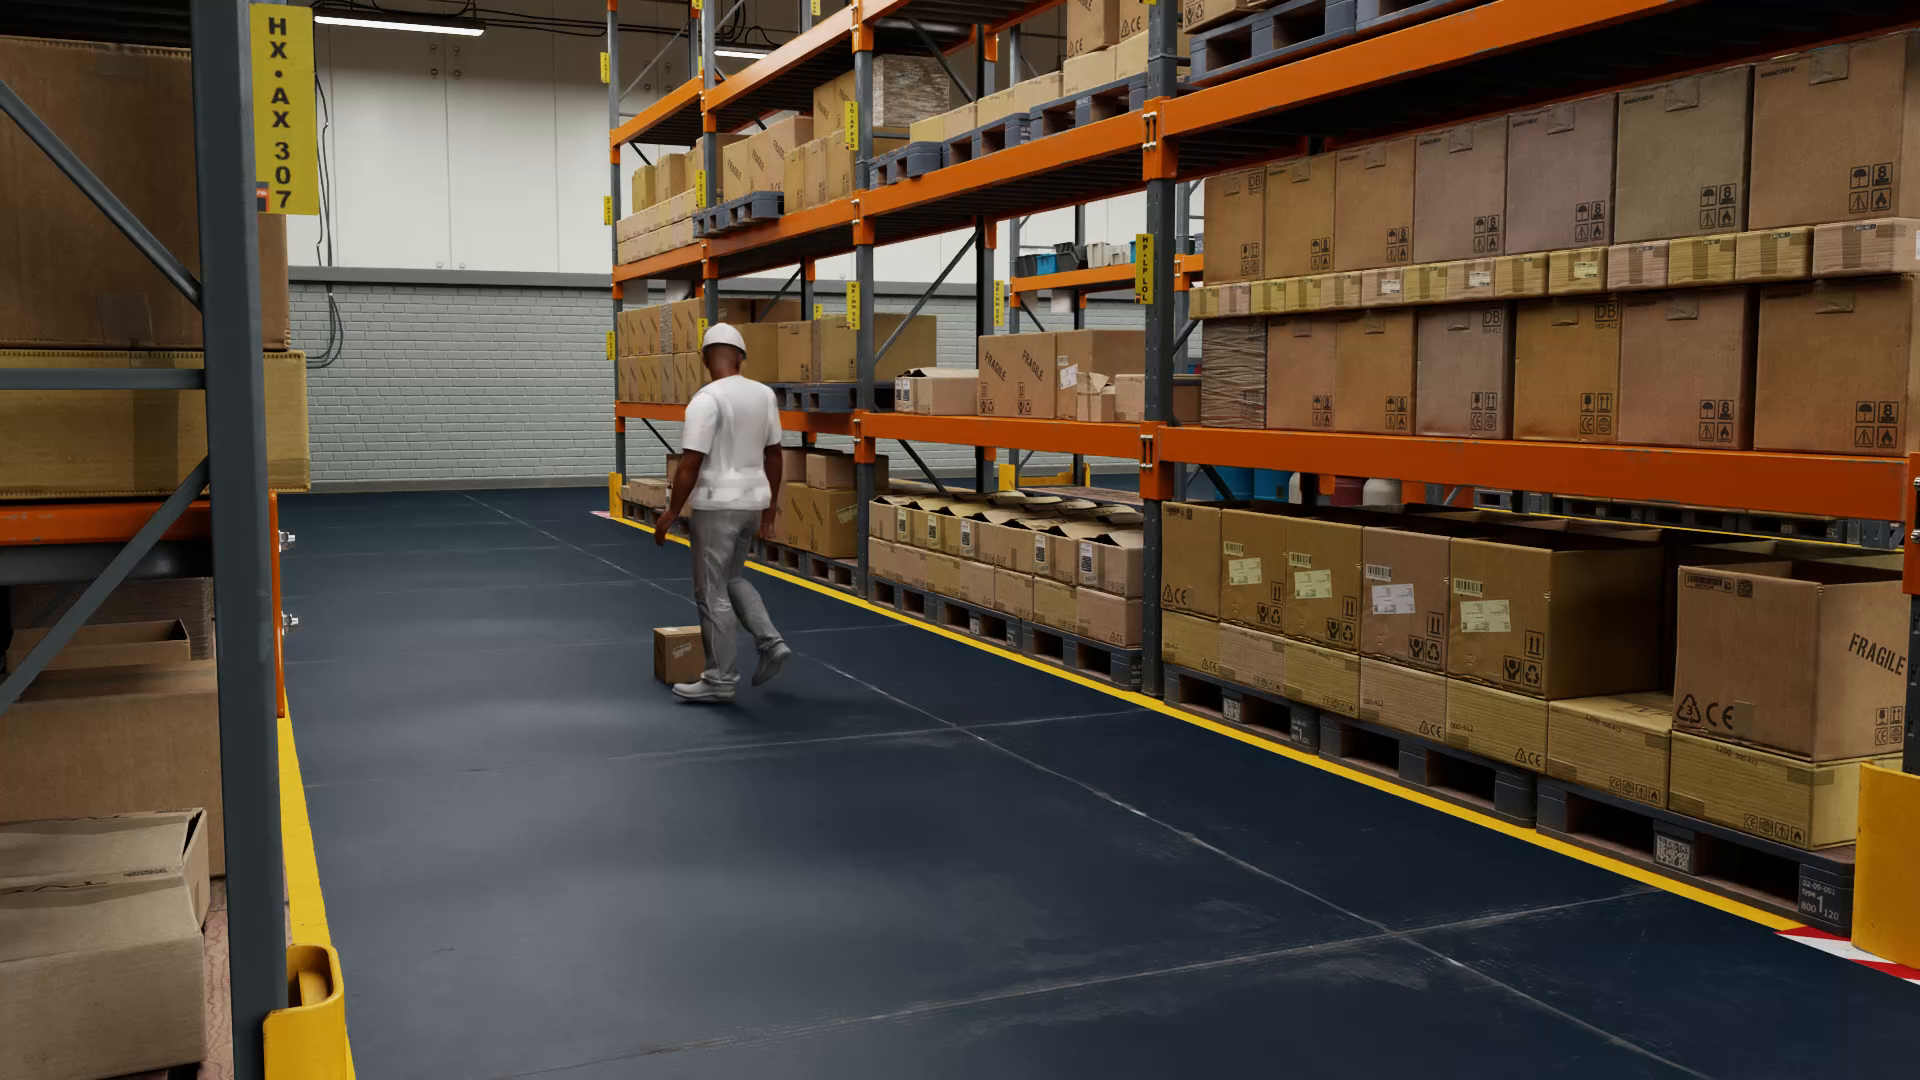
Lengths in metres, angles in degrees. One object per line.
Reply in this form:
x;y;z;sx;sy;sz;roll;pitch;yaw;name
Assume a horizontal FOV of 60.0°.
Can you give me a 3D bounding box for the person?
-1.101;-0.138;7.859;0.477;1.763;0.627;3;6;26;person
